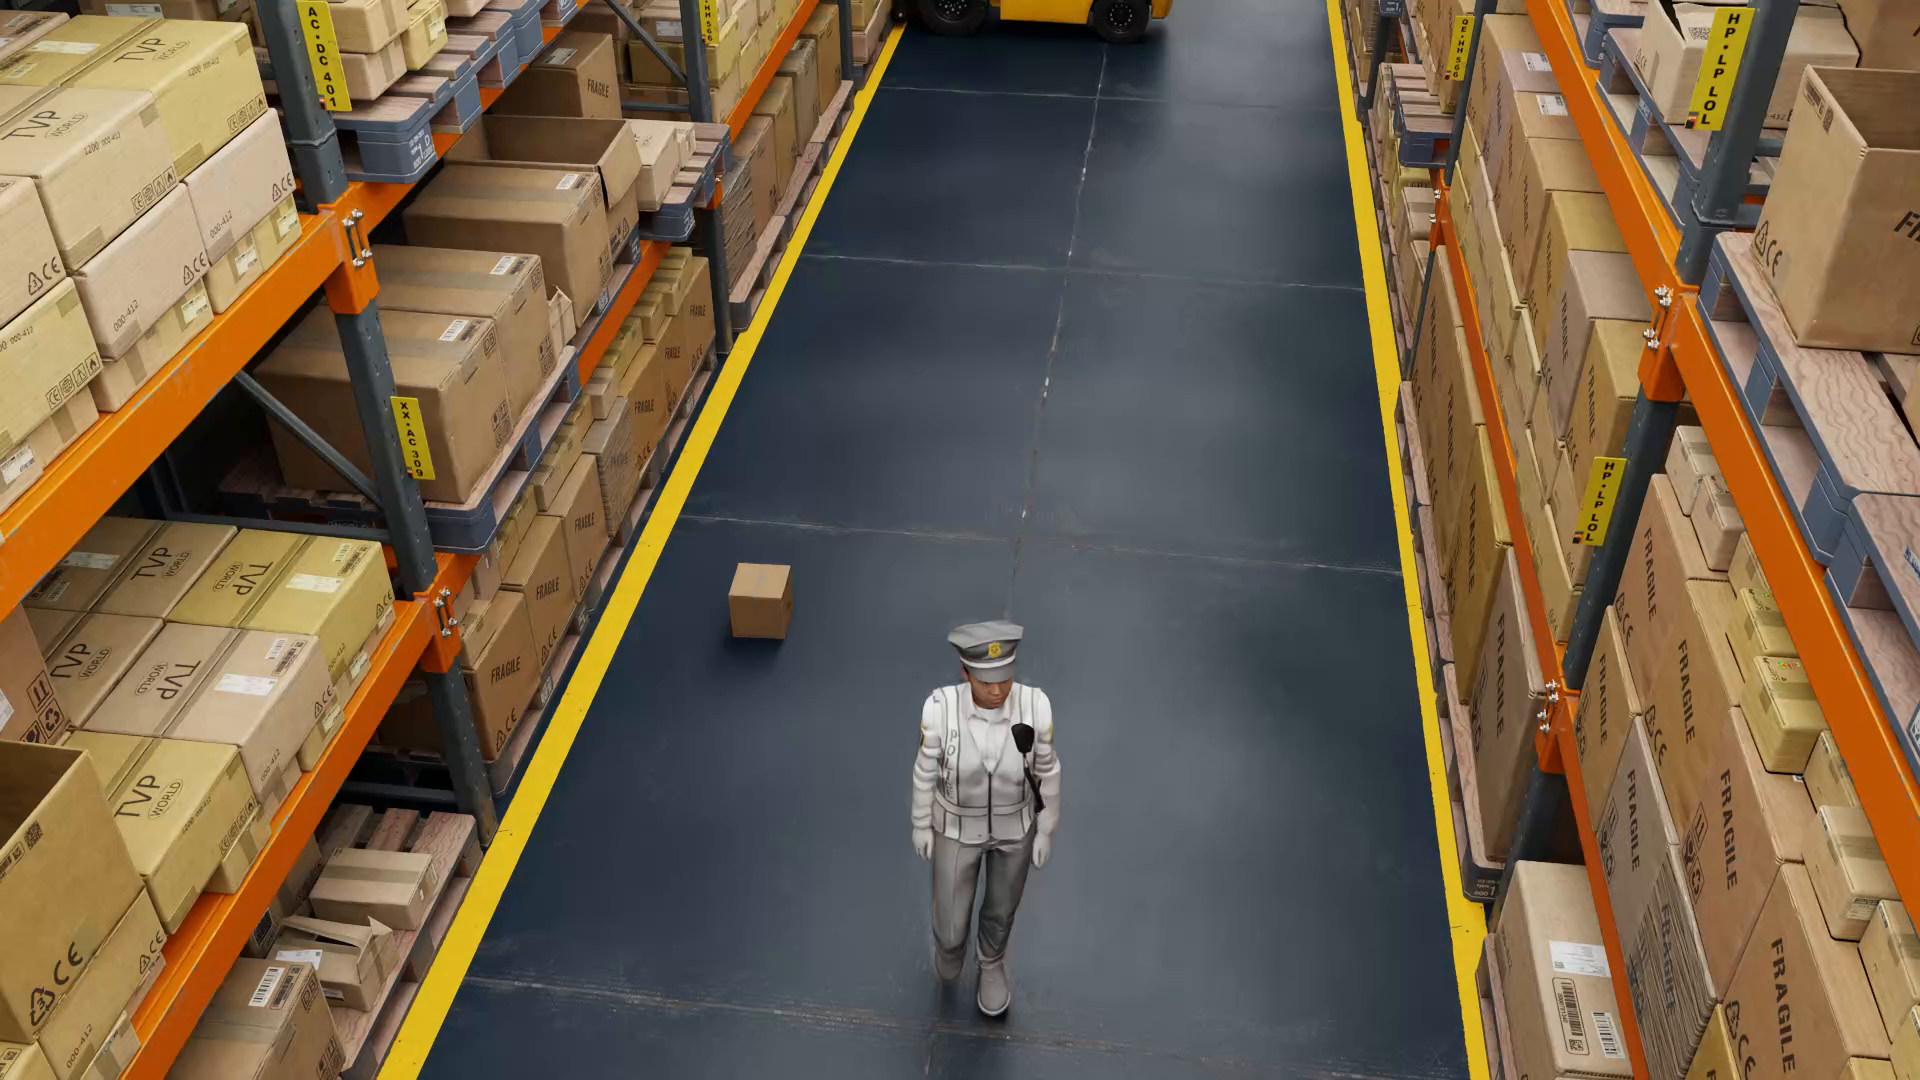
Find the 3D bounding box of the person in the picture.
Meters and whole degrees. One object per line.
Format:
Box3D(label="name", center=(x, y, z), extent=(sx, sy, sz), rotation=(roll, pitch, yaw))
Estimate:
Box3D(label="person", center=(3.437, -1.111, 8.089), extent=(7.927, 2.202, 5.993), rotation=(-4, 37, -6))
